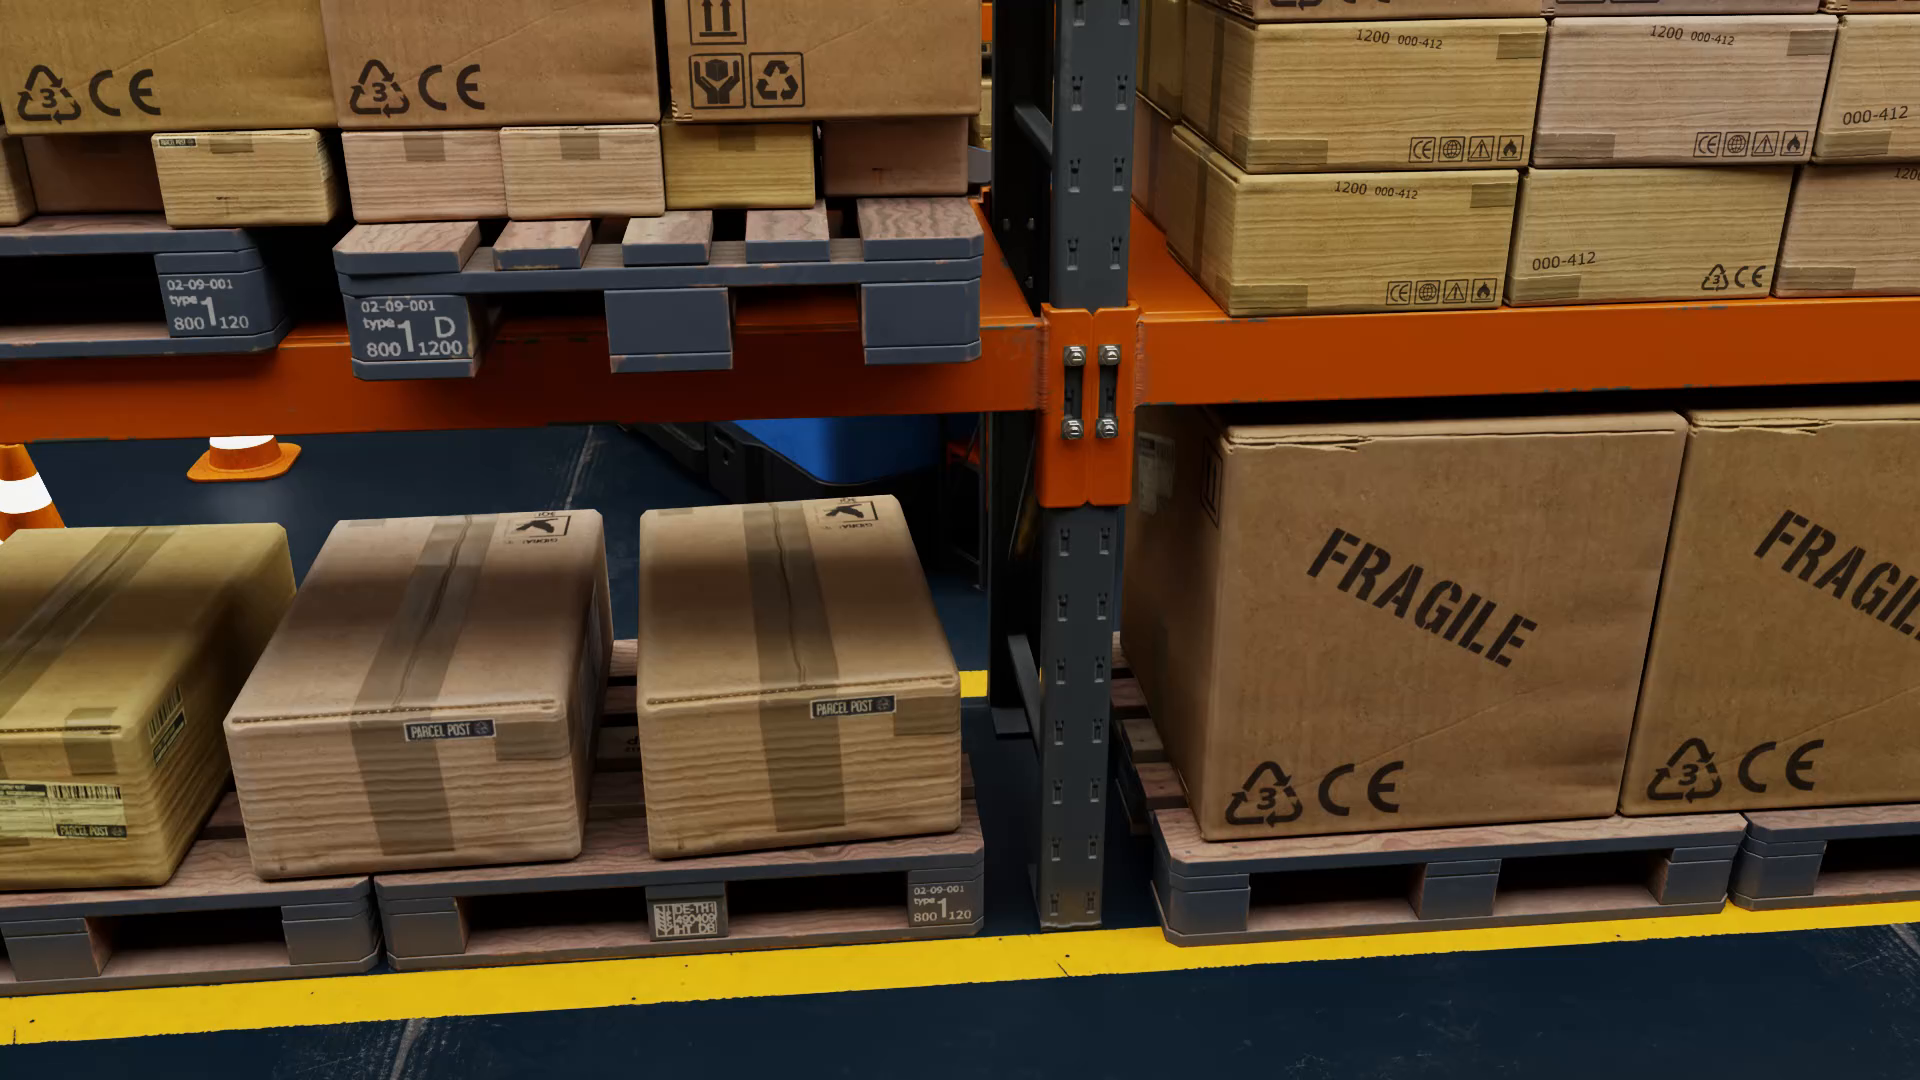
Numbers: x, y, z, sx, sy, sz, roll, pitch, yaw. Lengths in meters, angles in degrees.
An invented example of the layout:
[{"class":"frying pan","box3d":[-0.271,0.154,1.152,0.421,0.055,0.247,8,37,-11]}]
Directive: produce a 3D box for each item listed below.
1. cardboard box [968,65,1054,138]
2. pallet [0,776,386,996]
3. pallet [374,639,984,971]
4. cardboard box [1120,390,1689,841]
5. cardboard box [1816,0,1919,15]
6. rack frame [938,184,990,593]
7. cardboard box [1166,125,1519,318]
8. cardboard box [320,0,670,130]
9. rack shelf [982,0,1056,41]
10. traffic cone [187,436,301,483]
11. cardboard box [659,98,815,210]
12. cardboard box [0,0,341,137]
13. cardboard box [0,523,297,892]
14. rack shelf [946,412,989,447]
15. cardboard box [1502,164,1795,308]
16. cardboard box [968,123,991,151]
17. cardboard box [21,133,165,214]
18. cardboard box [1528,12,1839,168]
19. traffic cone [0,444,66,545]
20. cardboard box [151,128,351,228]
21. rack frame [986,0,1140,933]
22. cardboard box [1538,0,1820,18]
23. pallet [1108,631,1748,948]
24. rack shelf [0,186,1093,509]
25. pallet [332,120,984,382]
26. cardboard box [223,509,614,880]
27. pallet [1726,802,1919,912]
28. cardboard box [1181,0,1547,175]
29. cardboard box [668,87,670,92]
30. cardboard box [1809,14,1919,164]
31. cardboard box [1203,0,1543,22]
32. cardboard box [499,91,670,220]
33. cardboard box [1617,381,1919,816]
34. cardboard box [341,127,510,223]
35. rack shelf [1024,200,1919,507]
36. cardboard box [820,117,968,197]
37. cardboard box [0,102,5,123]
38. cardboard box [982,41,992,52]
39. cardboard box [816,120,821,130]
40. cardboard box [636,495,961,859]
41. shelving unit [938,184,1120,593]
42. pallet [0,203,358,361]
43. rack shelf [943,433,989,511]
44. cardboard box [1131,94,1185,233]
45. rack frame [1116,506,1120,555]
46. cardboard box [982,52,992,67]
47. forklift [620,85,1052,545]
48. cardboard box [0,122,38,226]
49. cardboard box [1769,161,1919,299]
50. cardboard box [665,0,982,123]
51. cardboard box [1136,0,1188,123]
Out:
[{"class":"cardboard box","box3d":[0.304,-2.084,7.884,0.500,0.250,0.500,-3,24,-8]},{"class":"pallet","box3d":[-1.808,0.587,3.670,1.213,0.211,1.003,-2,24,-5]},{"class":"pallet","box3d":[-0.597,0.539,3.777,1.213,0.211,1.003,-2,24,-5]},{"class":"cardboard box","box3d":[0.877,0.019,3.612,0.875,0.875,0.875,-3,24,-6]},{"class":"cardboard box","box3d":[1.705,-1.227,2.964,0.500,0.500,0.500,-2,24,-4]},{"class":"rack frame","box3d":[0.008,-0.433,4.748,0.015,1.200,0.240,-15,28,-30]},{"class":"cardboard box","box3d":[0.693,-0.615,3.125,0.500,0.250,0.500,-3,24,-6]},{"class":"cardboard box","box3d":[-0.757,-0.983,2.763,0.500,0.500,0.500,-3,24,-6]},{"class":"rack shelf","box3d":[1.584,-2.513,8.097,4.000,0.370,1.077,-2,24,-5]},{"class":"traffic cone","box3d":[-2.513,-0.478,5.755,0.334,0.463,0.336,-2,24,-5]},{"class":"cardboard box","box3d":[-0.382,-0.695,2.912,0.250,0.149,0.380,-2,24,-4]},{"class":"cardboard box","box3d":[-1.259,-0.963,2.717,0.500,0.500,0.500,-4,24,-9]},{"class":"cardboard box","box3d":[-1.871,0.323,3.550,0.625,0.372,0.950,-2,24,-3]},{"class":"rack shelf","box3d":[0.212,-0.426,4.897,0.480,0.148,0.258,-15,28,-30]},{"class":"cardboard box","box3d":[1.202,-0.643,3.187,0.500,0.250,0.500,-3,24,-7]},{"class":"cardboard box","box3d":[0.323,-1.737,8.026,0.500,0.500,0.500,-3,24,-7]},{"class":"cardboard box","box3d":[-1.414,-0.684,2.888,0.250,0.149,0.380,-2,24,-5]},{"class":"cardboard box","box3d":[1.224,-0.866,3.075,0.500,0.250,0.500,-2,24,-4]},{"class":"traffic cone","box3d":[-2.703,-0.062,4.820,0.334,0.463,0.336,-2,24,-5]},{"class":"cardboard box","box3d":[-1.152,-0.643,2.796,0.250,0.149,0.380,-2,24,-4]},{"class":"rack frame","box3d":[0.181,-0.766,3.279,0.127,3.000,1.000,-2,24,-5]},{"class":"cardboard box","box3d":[1.189,-1.213,2.931,0.500,0.500,0.500,-2,24,-5]},{"class":"pallet","box3d":[0.973,0.508,3.848,1.213,0.211,1.003,-2,24,-5]},{"class":"rack shelf","box3d":[-1.809,-0.357,3.246,4.000,0.370,1.077,-2,24,-5]},{"class":"pallet","box3d":[-0.518,-0.606,3.157,1.003,0.211,1.213,-2,24,-5]},{"class":"cardboard box","box3d":[-1.116,0.295,3.612,0.625,0.372,0.950,-3,24,-6]},{"class":"pallet","box3d":[2.184,0.460,3.955,1.213,0.211,1.003,-2,24,-5]},{"class":"cardboard box","box3d":[0.710,-0.846,3.029,0.500,0.250,0.500,-2,24,-6]},{"class":"cardboard box","box3d":[-0.722,-0.915,3.407,0.250,0.149,0.380,-4,24,-9]},{"class":"cardboard box","box3d":[1.721,-0.881,3.108,0.500,0.250,0.500,-2,24,-5]},{"class":"cardboard box","box3d":[0.696,-1.189,2.878,0.500,0.500,0.500,-3,24,-7]},{"class":"cardboard box","box3d":[-0.628,-0.666,2.848,0.250,0.149,0.380,-2,24,-6]},{"class":"cardboard box","box3d":[1.765,-0.014,3.688,0.875,0.875,0.875,-2,24,-5]},{"class":"cardboard box","box3d":[-0.879,-0.660,2.833,0.250,0.149,0.380,-3,24,-8]},{"class":"rack shelf","box3d":[2.171,-0.517,3.605,4.000,0.370,1.077,-2,24,-5]},{"class":"cardboard box","box3d":[-0.122,-0.734,3.002,0.250,0.149,0.380,-1,24,-3]},{"class":"cardboard box","box3d":[-1.803,-0.941,2.669,0.500,0.500,0.500,-3,24,-7]},{"class":"cardboard box","box3d":[-0.104,-4.011,12.681,0.875,0.875,1.225,-3,24,-8]},{"class":"cardboard box","box3d":[-0.161,-0.905,3.385,0.250,0.149,0.380,-4,24,-8]},{"class":"cardboard box","box3d":[-0.382,0.262,3.686,0.625,0.372,0.950,-4,24,-9]},{"class":"shelving unit","box3d":[0.212,-0.487,4.870,0.503,1.200,0.258,-15,28,-30]},{"class":"pallet","box3d":[-1.785,-0.582,3.103,1.213,0.211,1.003,-2,24,-5]},{"class":"rack shelf","box3d":[0.212,-0.245,4.978,0.480,0.148,0.258,-15,28,-30]},{"class":"cardboard box","box3d":[0.659,-0.822,3.591,0.500,0.250,0.500,-3,24,-7]},{"class":"rack frame","box3d":[0.416,-0.542,4.991,0.015,1.200,0.240,-15,28,-30]},{"class":"cardboard box","box3d":[0.249,-2.288,8.342,0.500,0.250,0.500,-3,24,-6]},{"class":"forklift","box3d":[-0.747,-1.829,5.757,1.130,2.935,3.031,-15,28,-30]},{"class":"cardboard box","box3d":[-1.656,-0.641,2.790,0.250,0.149,0.380,-3,24,-7]},{"class":"cardboard box","box3d":[1.725,-0.661,3.229,0.500,0.250,0.500,-2,24,-3]},{"class":"cardboard box","box3d":[-0.244,-1.009,2.820,0.500,0.500,0.500,-3,24,-7]},{"class":"cardboard box","box3d":[0.638,-1.048,3.483,0.500,0.250,0.500,-2,24,-5]}]
